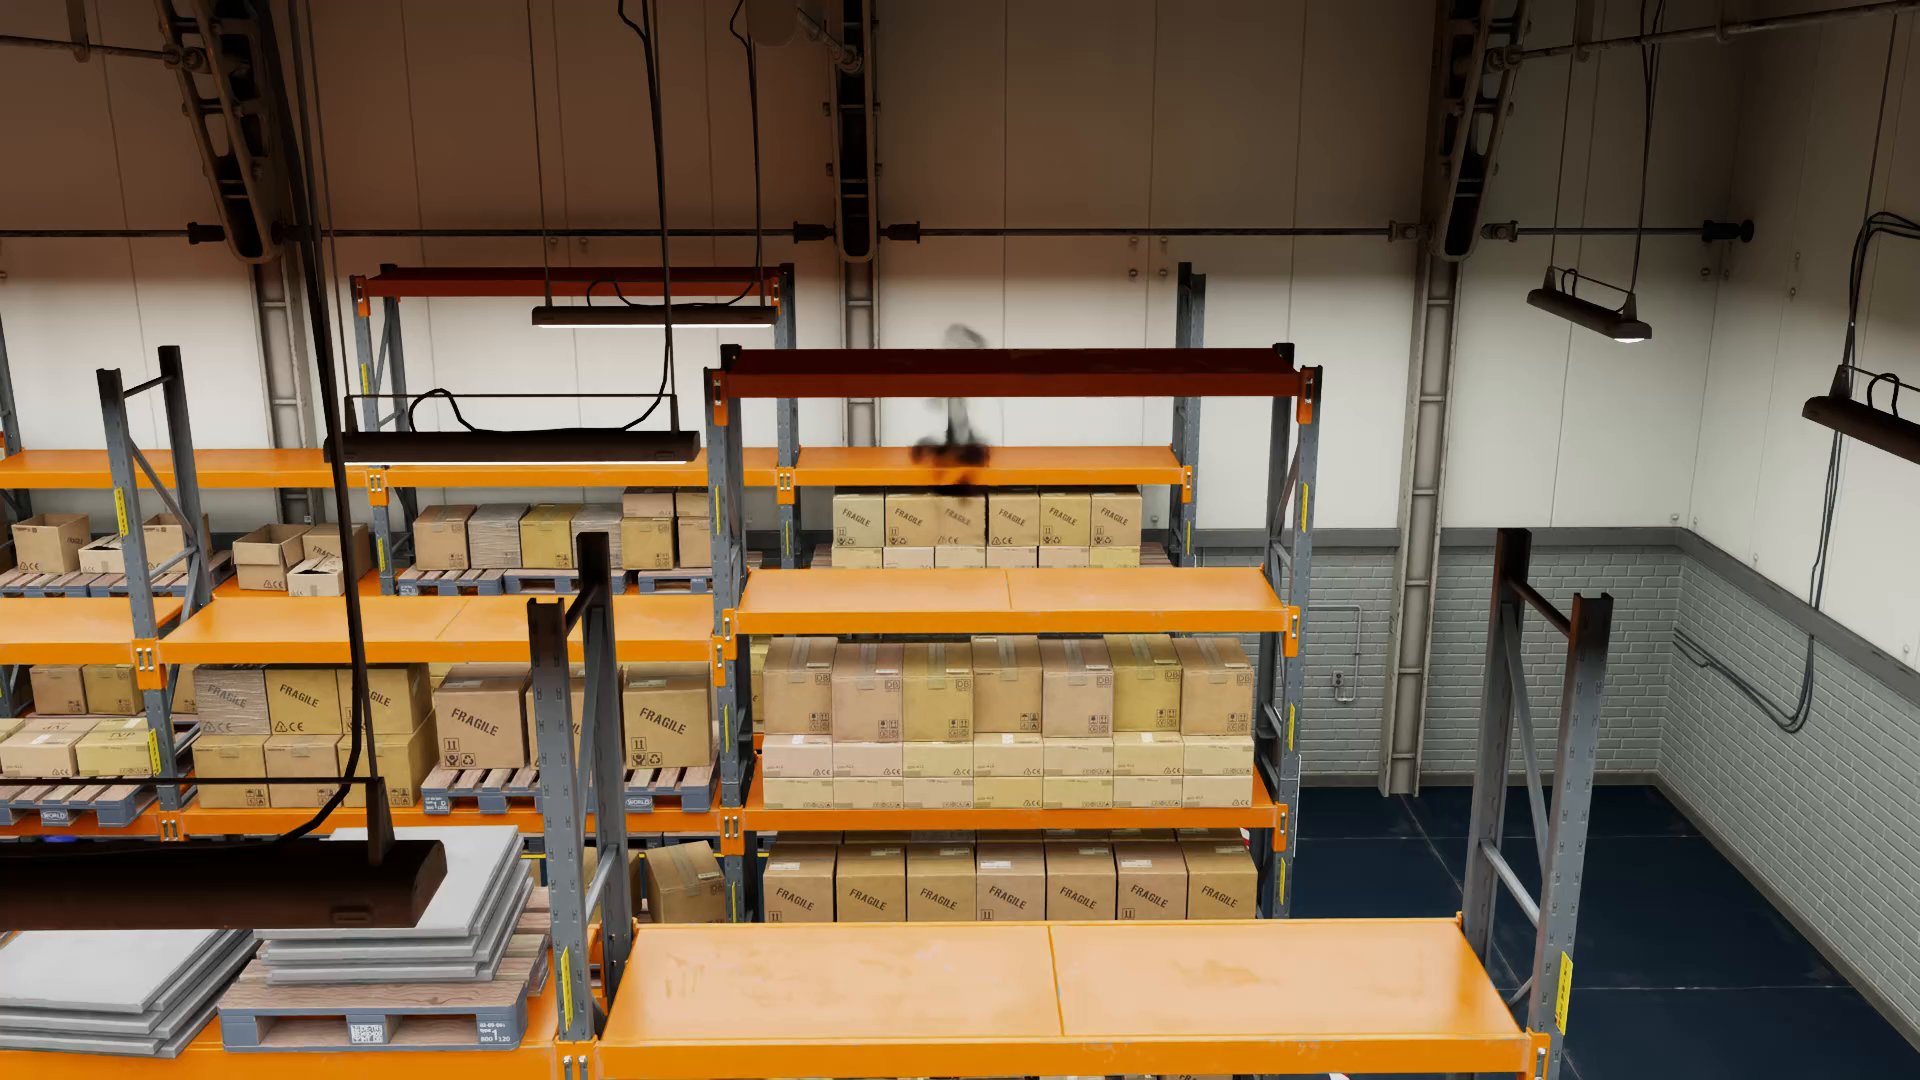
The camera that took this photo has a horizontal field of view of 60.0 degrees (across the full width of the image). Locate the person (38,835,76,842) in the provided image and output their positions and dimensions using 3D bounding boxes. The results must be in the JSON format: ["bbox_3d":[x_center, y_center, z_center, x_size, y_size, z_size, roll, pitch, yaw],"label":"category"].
[{"bbox_3d":[-7.980,3.142,14.857,0.864,1.664,0.589,-1,16,-5],"label":"person"}]
